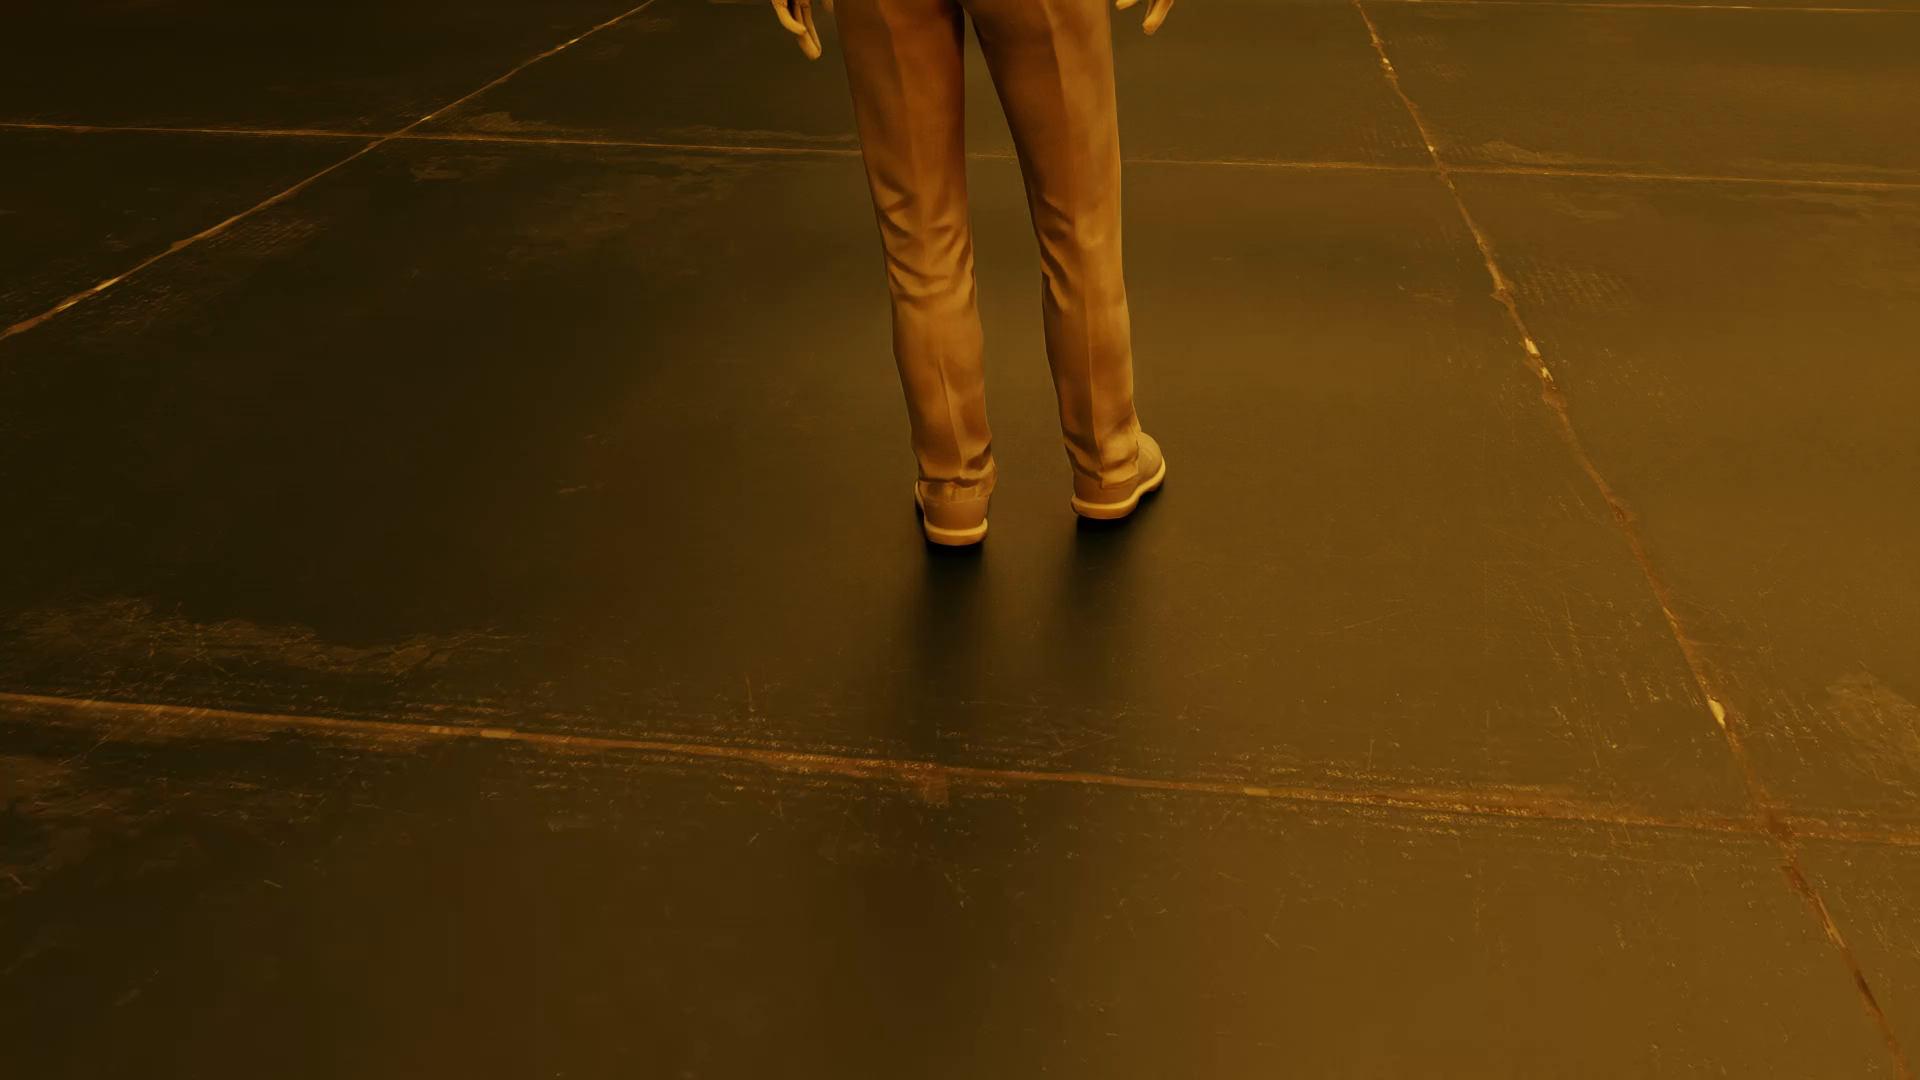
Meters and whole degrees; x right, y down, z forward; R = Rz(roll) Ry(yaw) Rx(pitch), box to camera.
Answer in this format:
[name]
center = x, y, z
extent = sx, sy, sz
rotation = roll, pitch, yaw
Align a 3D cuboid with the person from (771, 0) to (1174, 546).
[person]
center = 0.016, -0.795, 2.178
extent = 0.586, 1.694, 0.531
rotation = 3, 27, 7
